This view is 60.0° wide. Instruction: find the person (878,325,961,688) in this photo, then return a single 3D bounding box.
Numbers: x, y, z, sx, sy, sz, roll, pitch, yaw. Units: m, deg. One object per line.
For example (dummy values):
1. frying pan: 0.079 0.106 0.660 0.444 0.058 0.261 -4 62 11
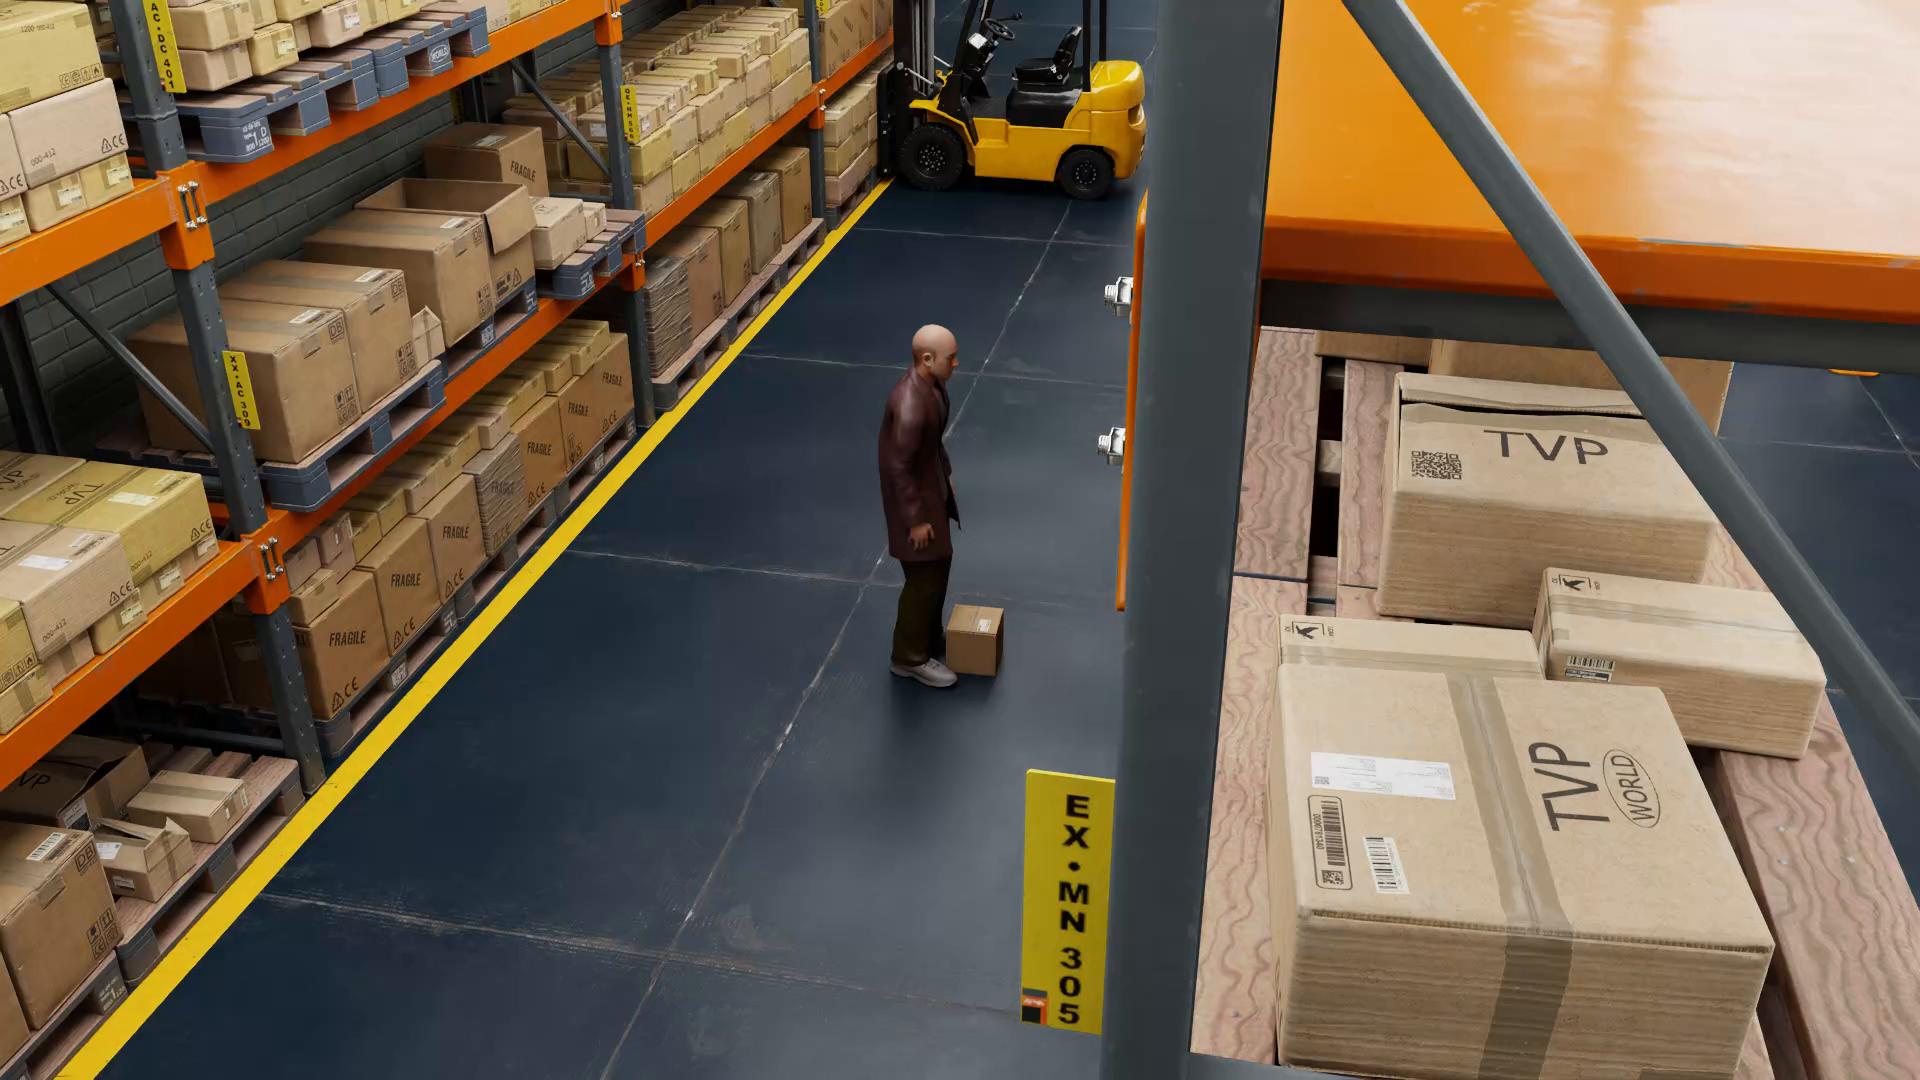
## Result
1. person: -0.169 -0.107 8.036 0.426 1.585 0.644 6 29 11
